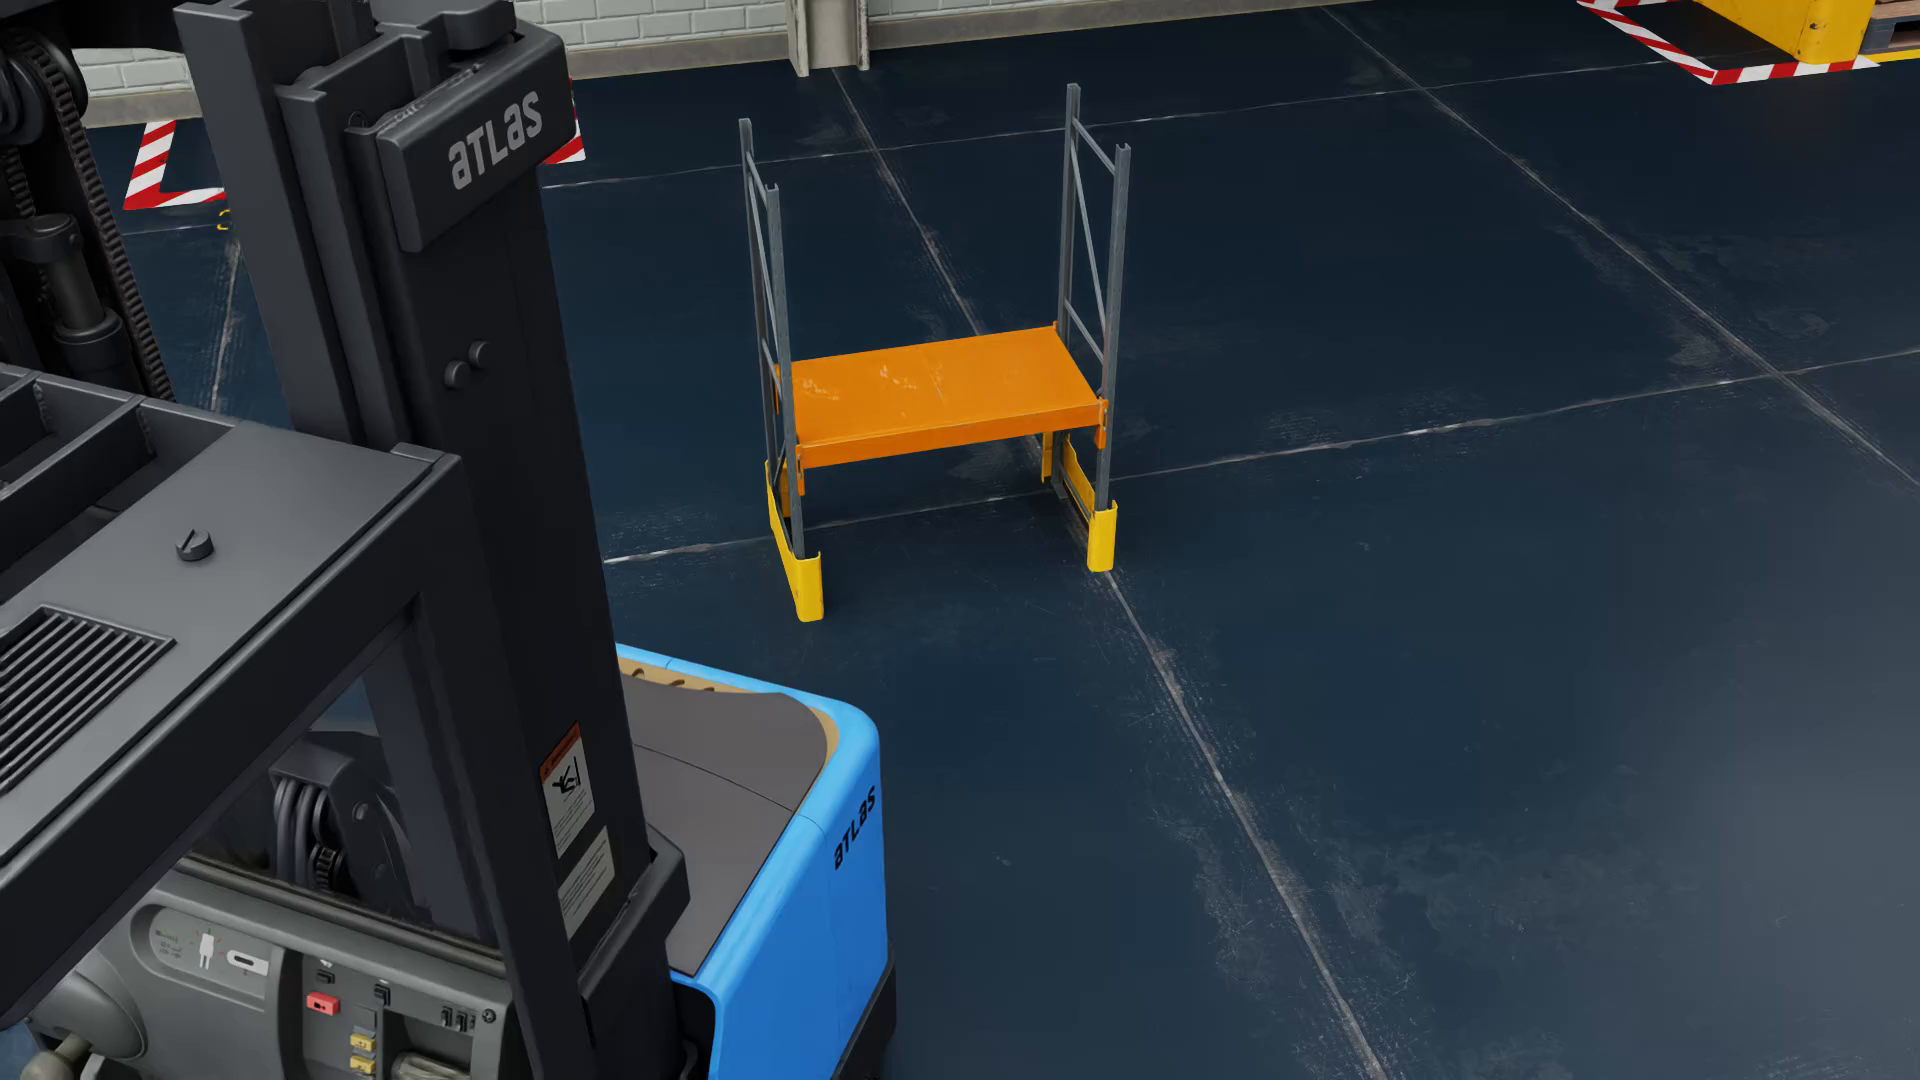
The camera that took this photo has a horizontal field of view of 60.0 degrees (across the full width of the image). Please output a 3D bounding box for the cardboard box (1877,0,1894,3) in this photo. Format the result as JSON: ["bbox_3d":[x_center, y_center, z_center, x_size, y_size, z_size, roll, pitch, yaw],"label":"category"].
[{"bbox_3d":[5.309,-3.328,9.482,0.500,0.311,0.500,-14,39,-17],"label":"cardboard box"}]

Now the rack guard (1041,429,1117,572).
[{"bbox_3d":[0.407,-0.166,5.761,0.087,0.250,0.587,-9,38,-12],"label":"rack guard"}]

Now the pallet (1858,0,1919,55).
[{"bbox_3d":[5.484,-3.177,9.729,1.213,0.211,1.003,-9,38,-12],"label":"pallet"}]

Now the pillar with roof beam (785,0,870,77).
[{"bbox_3d":[0.398,-3.690,3.167,0.400,9.000,9.100,-9,38,-12],"label":"pillar with roof beam"}]

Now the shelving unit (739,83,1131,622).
[{"bbox_3d":[-0.074,-0.584,5.279,1.083,1.500,0.587,-9,38,-12],"label":"shelving unit"}]

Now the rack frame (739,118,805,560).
[{"bbox_3d":[-0.573,-0.502,5.171,0.032,1.500,0.500,-9,38,-12],"label":"rack frame"}]

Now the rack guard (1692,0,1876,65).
[{"bbox_3d":[4.691,-3.184,9.500,0.348,0.500,1.175,-9,38,-12],"label":"rack guard"}]

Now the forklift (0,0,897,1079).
[{"bbox_3d":[-1.145,0.784,2.312,1.130,2.935,3.031,13,39,16],"label":"forklift"}]

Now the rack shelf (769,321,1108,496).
[{"bbox_3d":[-0.082,-0.439,5.386,1.000,0.185,0.538,-9,38,-12],"label":"rack shelf"}]

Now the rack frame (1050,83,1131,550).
[{"bbox_3d":[0.408,-0.663,5.382,0.032,1.500,0.500,-9,38,-12],"label":"rack frame"}]

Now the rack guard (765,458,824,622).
[{"bbox_3d":[-0.554,-0.008,5.555,0.087,0.250,0.587,-9,38,-12],"label":"rack guard"}]
